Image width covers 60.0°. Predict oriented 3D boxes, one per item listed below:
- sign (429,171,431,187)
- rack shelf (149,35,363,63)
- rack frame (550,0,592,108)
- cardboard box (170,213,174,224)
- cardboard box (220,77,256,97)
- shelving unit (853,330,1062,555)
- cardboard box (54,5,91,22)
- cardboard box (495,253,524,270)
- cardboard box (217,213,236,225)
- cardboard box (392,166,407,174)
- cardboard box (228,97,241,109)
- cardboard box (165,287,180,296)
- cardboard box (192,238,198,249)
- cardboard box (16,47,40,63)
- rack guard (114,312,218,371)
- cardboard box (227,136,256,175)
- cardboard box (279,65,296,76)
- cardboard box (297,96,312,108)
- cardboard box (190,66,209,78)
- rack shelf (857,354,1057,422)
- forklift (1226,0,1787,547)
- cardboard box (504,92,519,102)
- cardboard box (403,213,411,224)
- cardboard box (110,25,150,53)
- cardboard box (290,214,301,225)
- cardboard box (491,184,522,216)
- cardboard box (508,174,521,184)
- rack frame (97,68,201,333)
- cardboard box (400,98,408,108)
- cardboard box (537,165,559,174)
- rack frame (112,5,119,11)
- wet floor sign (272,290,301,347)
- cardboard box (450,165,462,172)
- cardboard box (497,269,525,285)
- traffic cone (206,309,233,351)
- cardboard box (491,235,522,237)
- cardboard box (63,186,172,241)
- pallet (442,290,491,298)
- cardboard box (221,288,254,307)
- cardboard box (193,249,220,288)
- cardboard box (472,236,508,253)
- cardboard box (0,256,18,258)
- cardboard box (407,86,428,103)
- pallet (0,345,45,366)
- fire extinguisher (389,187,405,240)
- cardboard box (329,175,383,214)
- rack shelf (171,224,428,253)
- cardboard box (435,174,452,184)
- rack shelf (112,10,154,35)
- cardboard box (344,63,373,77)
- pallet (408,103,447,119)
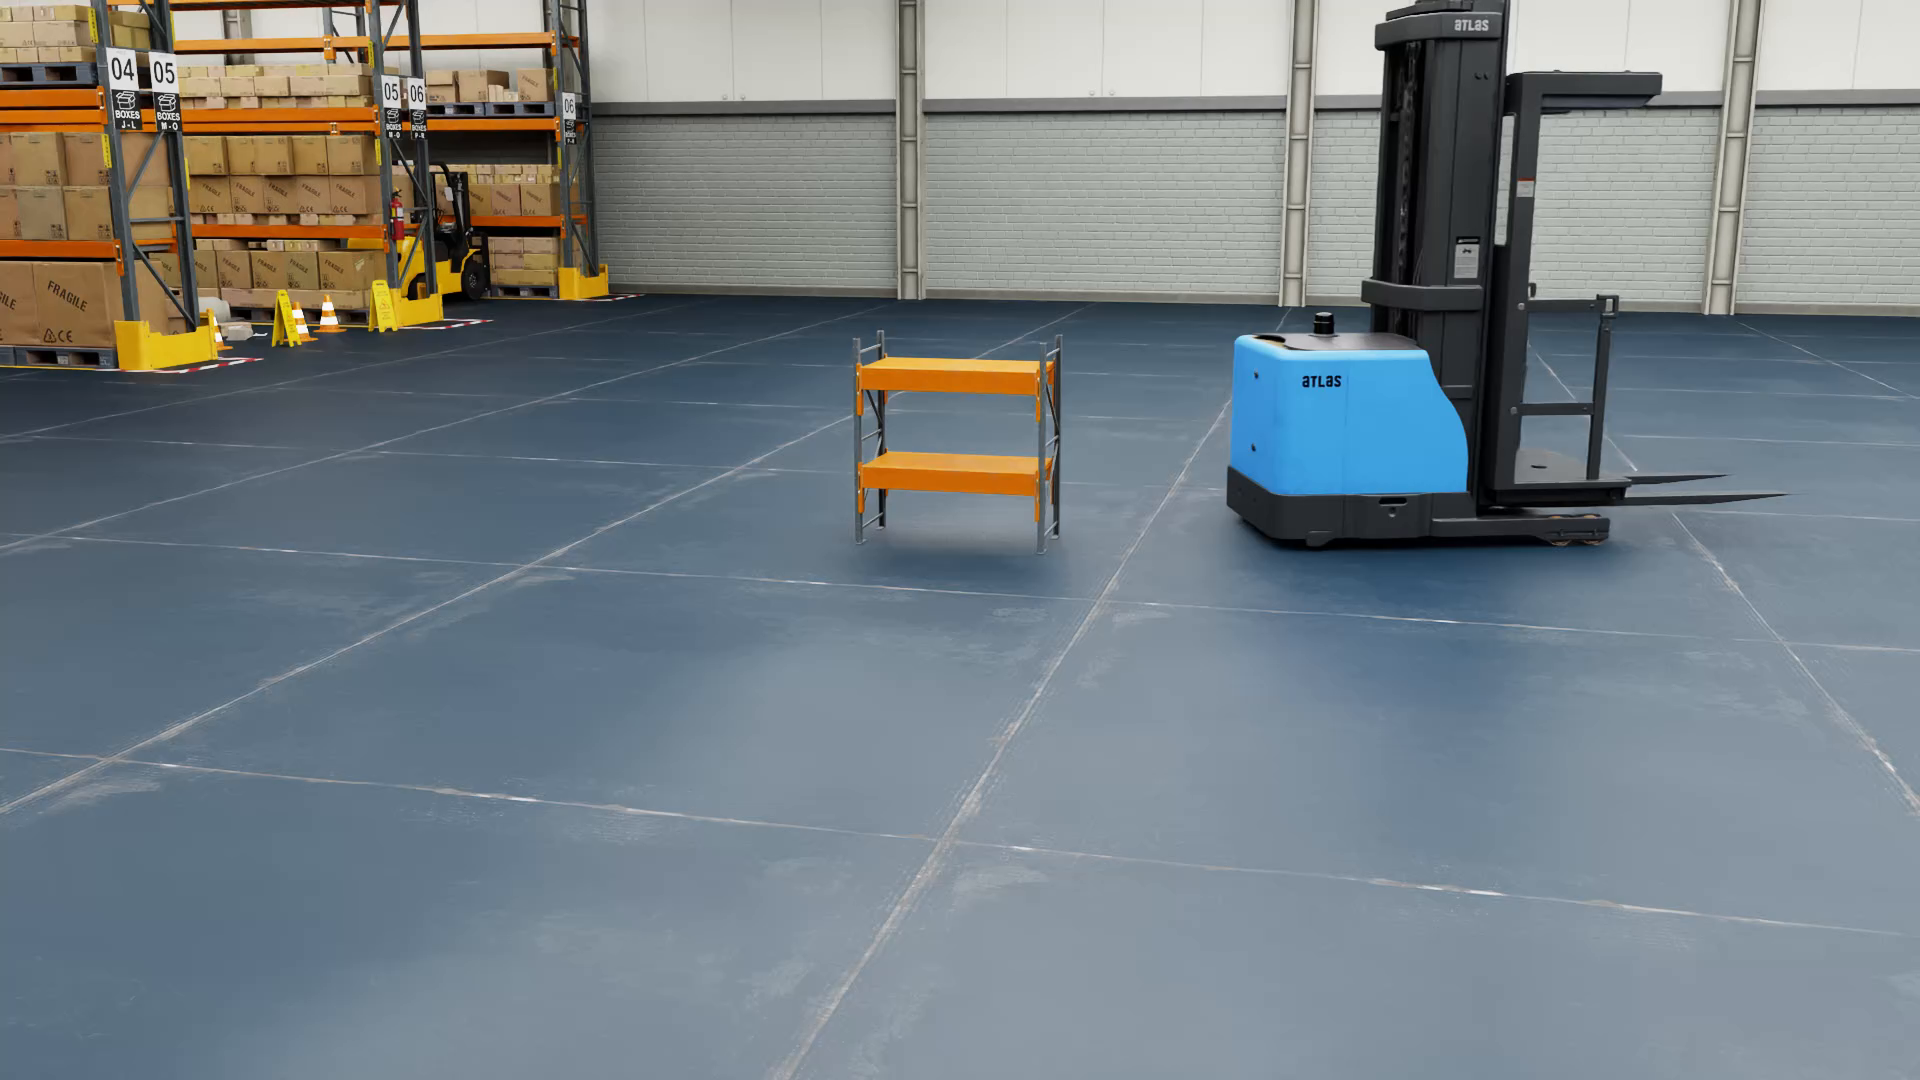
[{"bbox_3d":[-7.194,-4.917,22.472,0.005,0.325,0.100,3,13,14],"label":"sign"},{"bbox_3d":[-11.963,-8.118,27.632,4.000,0.370,1.077,3,13,14],"label":"rack shelf"},{"bbox_3d":[-6.138,-8.353,26.107,0.127,3.000,1.000,3,13,14],"label":"rack frame"},{"bbox_3d":[-10.721,-4.379,22.627,0.250,0.149,0.380,3,13,15],"label":"cardboard box"},{"bbox_3d":[-9.369,-5.965,21.926,0.500,0.250,0.500,3,13,14],"label":"cardboard box"},{"bbox_3d":[-0.007,-0.550,9.113,1.048,1.125,0.538,3,13,14],"label":"shelving unit"},{"bbox_3d":[-8.820,-5.265,16.653,0.250,0.149,0.380,3,13,14],"label":"cardboard box"},{"bbox_3d":[-7.170,-4.519,26.900,0.500,0.250,0.500,3,13,13],"label":"cardboard box"},{"bbox_3d":[-9.739,-4.313,22.328,0.250,0.149,0.380,3,13,14],"label":"cardboard box"},{"bbox_3d":[-9.033,-6.023,27.039,0.250,0.149,0.380,3,13,15],"label":"cardboard box"},{"bbox_3d":[-9.464,-5.781,22.022,0.250,0.149,0.380,3,13,14],"label":"cardboard box"},{"bbox_3d":[-10.493,-3.027,21.717,0.500,0.500,0.500,-9,15,-35],"label":"cardboard box"},{"bbox_3d":[-10.592,-4.027,22.608,0.250,0.149,0.380,3,13,14],"label":"cardboard box"},{"bbox_3d":[-9.310,-4.902,16.858,0.250,0.149,0.380,3,13,14],"label":"cardboard box"},{"bbox_3d":[-8.388,-2.112,17.601,0.348,0.500,1.175,3,13,14],"label":"rack guard"},{"bbox_3d":[-9.332,-5.131,22.208,0.500,0.500,0.700,3,13,13],"label":"cardboard box"},{"bbox_3d":[-8.686,-6.136,21.778,0.250,0.149,0.380,3,13,14],"label":"cardboard box"},{"bbox_3d":[-8.466,-5.736,21.816,0.250,0.149,0.380,3,13,14],"label":"cardboard box"},{"bbox_3d":[-9.964,-6.189,22.019,0.250,0.149,0.380,3,13,12],"label":"cardboard box"},{"bbox_3d":[-0.007,-0.835,9.050,1.000,0.278,0.538,3,13,14],"label":"rack shelf"},{"bbox_3d":[3.126,-1.509,9.268,3.031,2.935,1.130,-1,13,-6],"label":"forklift"},{"bbox_3d":[-7.015,-6.999,26.309,0.250,0.149,0.380,3,13,12],"label":"cardboard box"},{"bbox_3d":[-7.604,-4.319,22.354,0.250,0.149,0.380,3,13,14],"label":"cardboard box"},{"bbox_3d":[-8.819,-5.203,17.295,0.500,0.250,0.500,3,13,13],"label":"cardboard box"},{"bbox_3d":[-8.727,-4.289,22.222,0.250,0.149,0.380,3,13,14],"label":"cardboard box"},{"bbox_3d":[-7.180,-5.472,26.742,0.500,0.500,0.500,3,13,15],"label":"cardboard box"},{"bbox_3d":[-7.034,-5.782,26.642,0.250,0.149,0.380,3,13,15],"label":"cardboard box"},{"bbox_3d":[-8.412,-3.334,17.336,0.127,3.000,1.000,3,13,14],"label":"rack frame"},{"bbox_3d":[-7.568,-5.807,22.139,0.250,0.149,0.380,3,13,14],"label":"cardboard box"},{"bbox_3d":[-6.536,-5.909,26.528,0.250,0.149,0.380,3,13,14],"label":"cardboard box"},{"bbox_3d":[-13.905,-8.768,27.978,0.127,3.000,1.000,3,13,14],"label":"rack frame"},{"bbox_3d":[-7.909,-2.600,19.461,0.232,0.644,0.267,1,13,4],"label":"wet floor sign"},{"bbox_3d":[-8.027,-5.988,26.881,0.250,0.149,0.380,3,13,14],"label":"cardboard box"},{"bbox_3d":[-7.151,-4.273,26.945,0.500,0.250,0.500,3,13,14],"label":"cardboard box"},{"bbox_3d":[-8.587,-2.422,19.081,0.334,0.463,0.336,3,13,14],"label":"traffic cone"},{"bbox_3d":[-7.528,-4.893,27.433,0.500,0.250,0.500,3,13,13],"label":"cardboard box"},{"bbox_3d":[-8.783,-3.417,17.364,0.550,0.550,0.875,3,13,14],"label":"cardboard box"},{"bbox_3d":[-8.071,-4.158,27.485,1.213,0.211,1.003,3,13,14],"label":"pallet"},{"bbox_3d":[-9.663,-3.311,22.610,0.500,0.250,0.500,3,13,13],"label":"cardboard box"},{"bbox_3d":[-10.177,-3.704,22.650,0.500,0.500,0.500,4,13,16],"label":"cardboard box"},{"bbox_3d":[-7.649,-4.783,26.935,0.500,0.250,0.500,3,13,14],"label":"cardboard box"},{"bbox_3d":[-10.825,-2.616,18.036,0.875,0.875,0.875,3,13,14],"label":"cardboard box"},{"bbox_3d":[-8.653,-7.144,26.691,0.258,0.266,0.396,3,13,12],"label":"cardboard box"},{"bbox_3d":[-10.388,-2.061,18.038,1.213,0.211,1.003,3,13,14],"label":"pallet"},{"bbox_3d":[-7.323,-4.240,21.596,0.183,0.674,0.296,3,13,14],"label":"fire extinguisher"},{"bbox_3d":[-7.917,-4.544,21.874,0.500,0.500,0.500,3,13,13],"label":"cardboard box"},{"bbox_3d":[-9.266,-4.133,22.597,4.000,0.370,1.077,3,13,14],"label":"rack shelf"},{"bbox_3d":[-8.279,-5.841,26.907,0.250,0.149,0.380,3,13,12],"label":"cardboard box"},{"bbox_3d":[-13.149,-7.074,22.926,4.000,0.370,1.077,3,13,14],"label":"rack shelf"},{"bbox_3d":[-7.723,-6.067,21.467,0.250,0.149,0.380,3,13,14],"label":"cardboard box"},{"bbox_3d":[-9.187,-7.014,27.202,1.213,0.211,1.003,3,13,14],"label":"pallet"}]
